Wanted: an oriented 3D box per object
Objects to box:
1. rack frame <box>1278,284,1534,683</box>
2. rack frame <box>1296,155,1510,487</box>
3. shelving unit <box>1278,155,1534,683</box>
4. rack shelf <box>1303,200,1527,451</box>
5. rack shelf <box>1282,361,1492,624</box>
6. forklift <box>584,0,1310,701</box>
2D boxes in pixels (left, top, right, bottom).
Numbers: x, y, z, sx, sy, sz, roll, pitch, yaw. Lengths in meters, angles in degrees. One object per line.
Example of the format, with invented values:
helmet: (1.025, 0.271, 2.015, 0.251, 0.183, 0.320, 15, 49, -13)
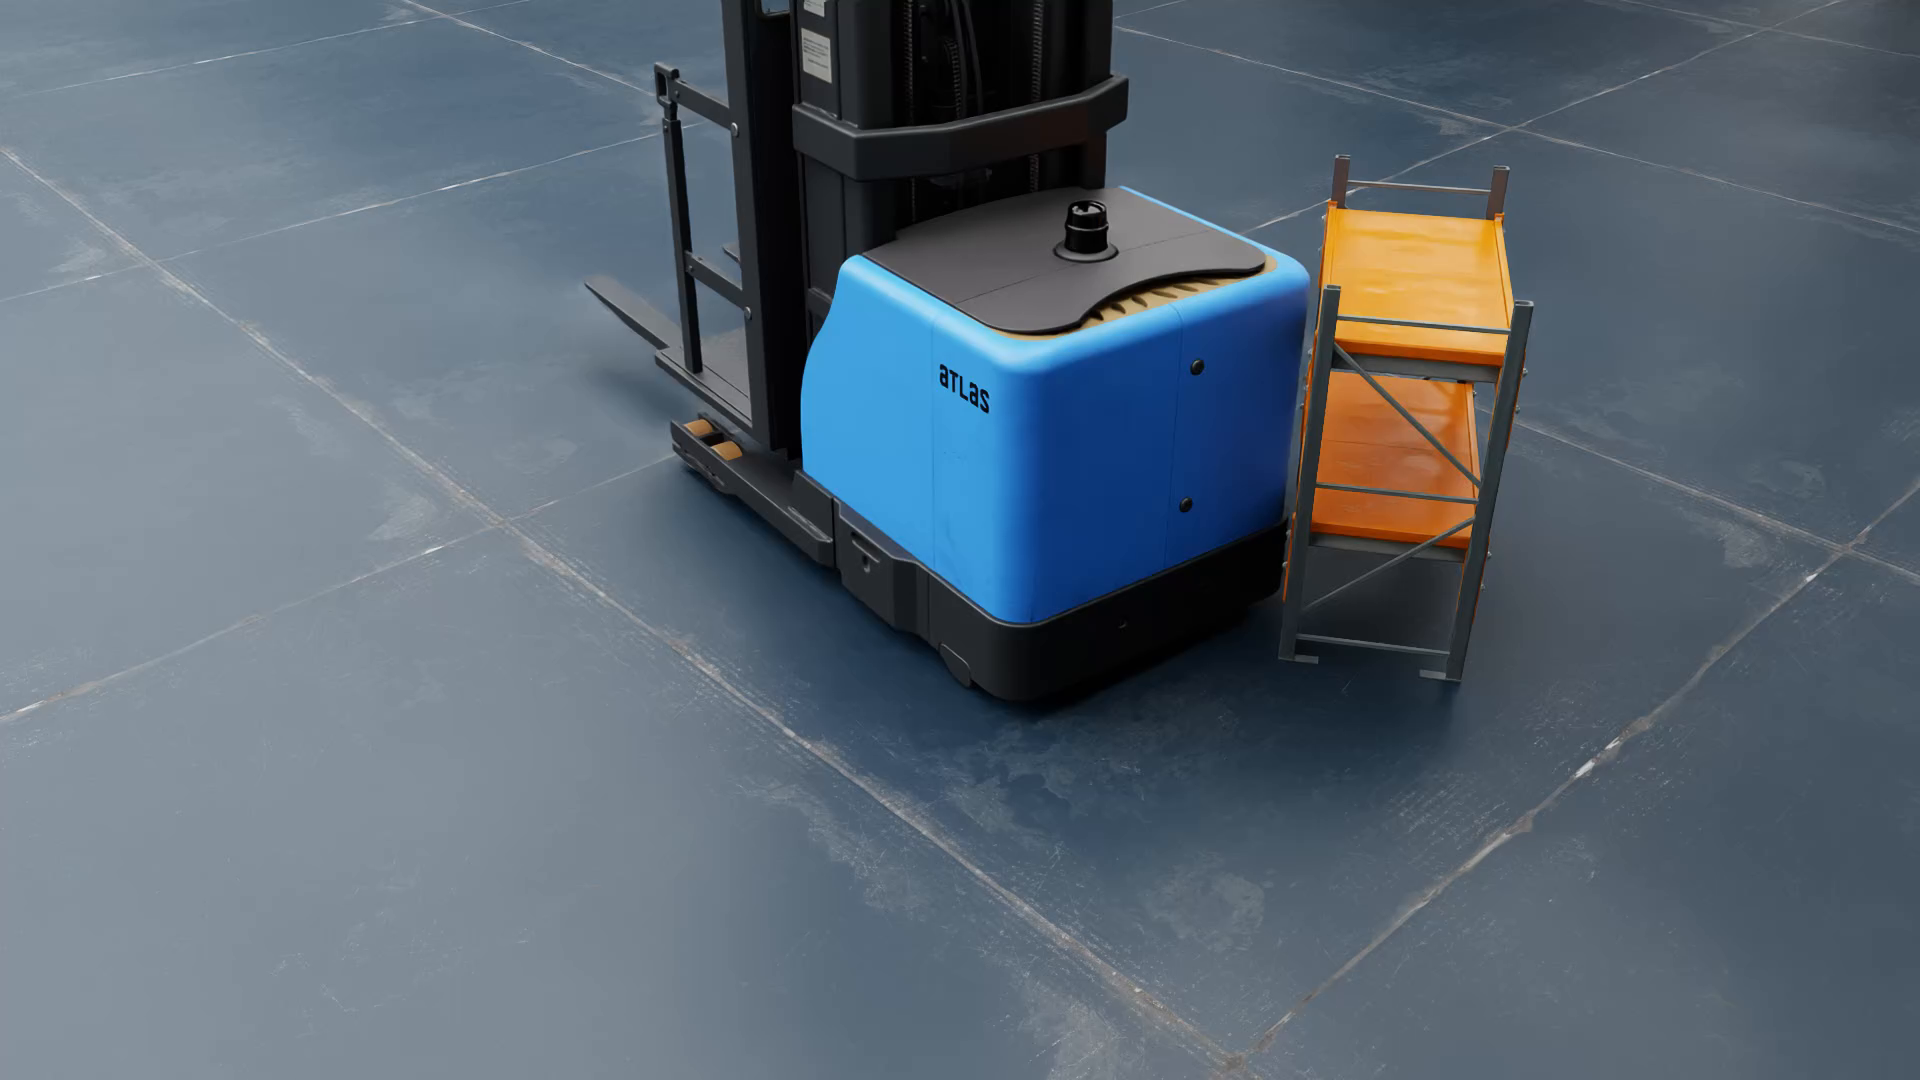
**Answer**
rack frame: (1.145, -0.121, 4.369, 0.500, 1.125, 0.032, 7, 32, 11)
rack frame: (1.367, -0.638, 5.216, 0.500, 1.125, 0.032, 7, 32, 11)
shelving unit: (1.256, -0.379, 4.792, 0.538, 1.125, 1.048, 7, 32, 11)
rack shelf: (1.256, -0.629, 4.640, 0.538, 0.278, 1.000, 7, 32, 11)
rack shelf: (1.256, -0.171, 4.920, 0.538, 0.278, 1.000, 7, 32, 11)
forklift: (-0.318, -1.540, 4.959, 1.130, 2.935, 3.031, -20, 37, -30)
